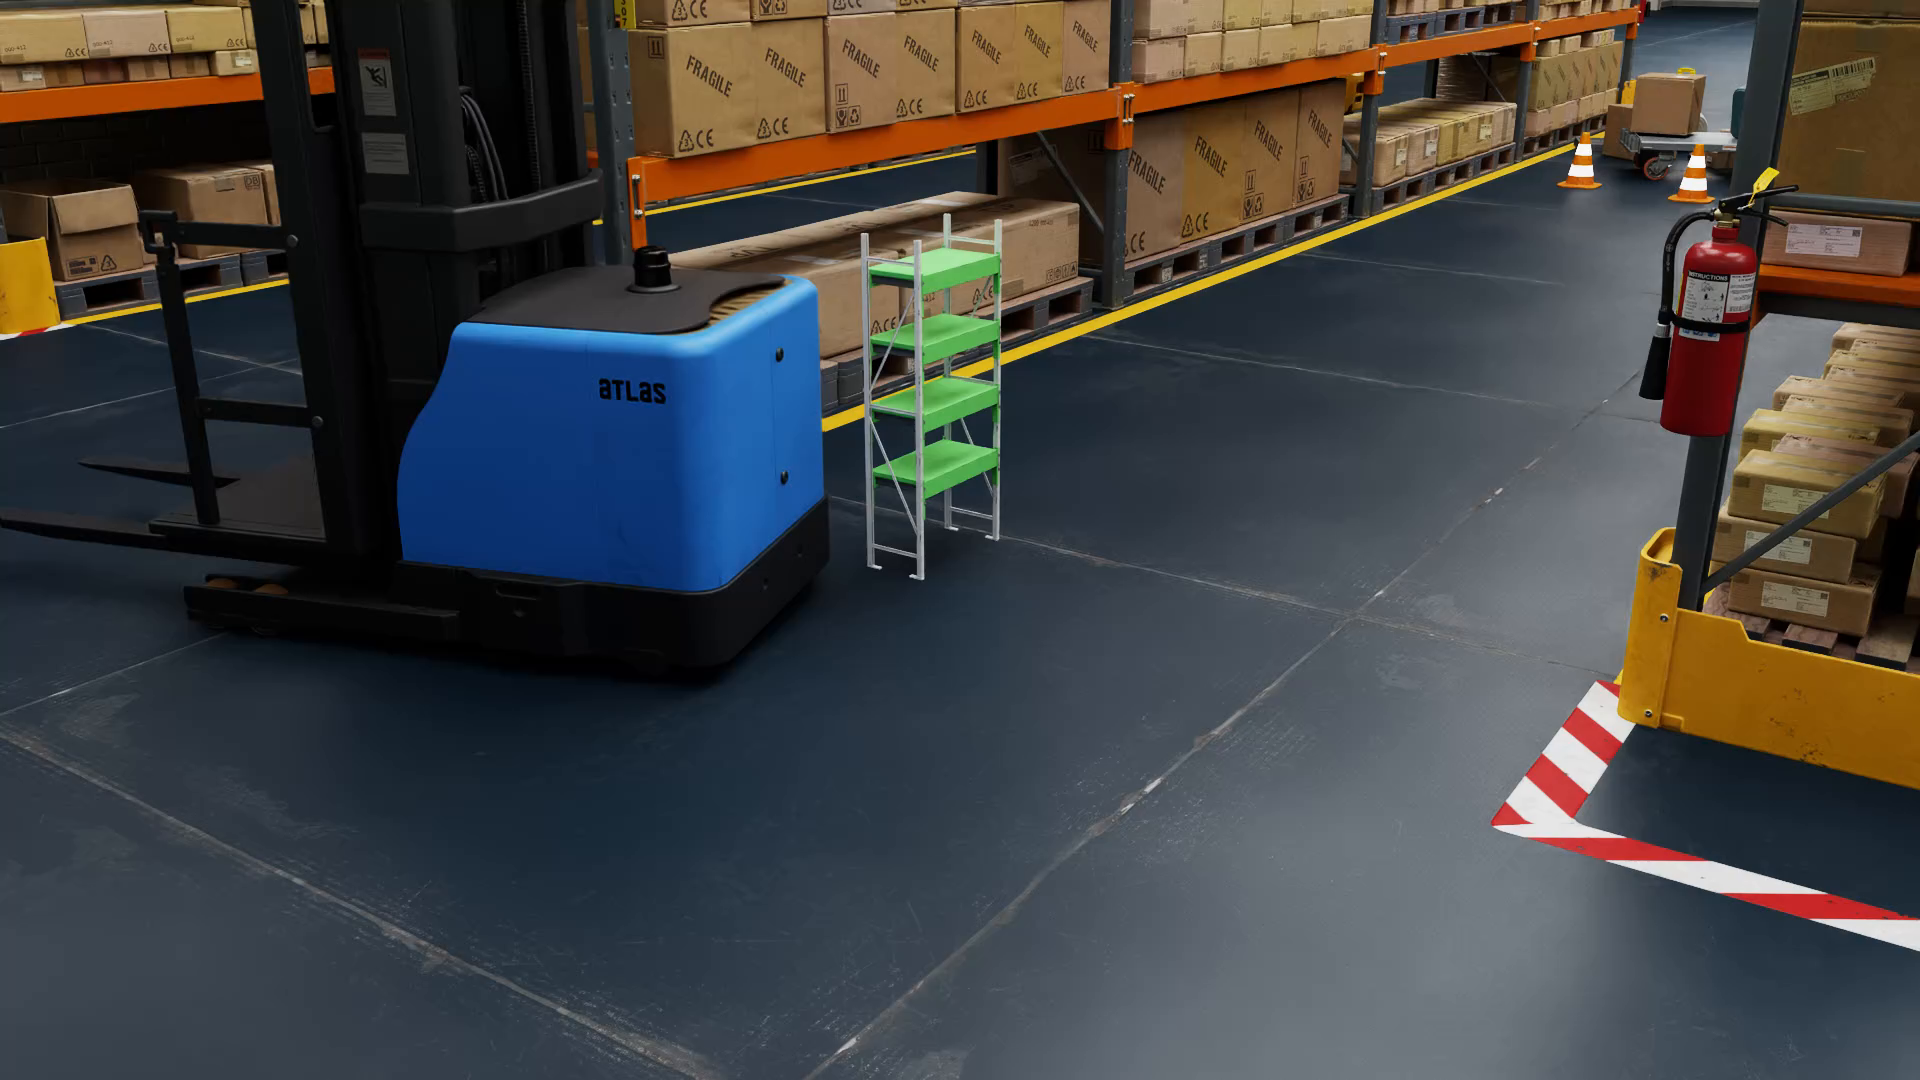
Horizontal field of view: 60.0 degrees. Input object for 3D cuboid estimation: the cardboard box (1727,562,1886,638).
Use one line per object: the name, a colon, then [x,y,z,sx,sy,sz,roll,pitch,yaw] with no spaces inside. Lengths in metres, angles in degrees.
cardboard box: [2.566,0.148,5.046,0.380,0.149,0.250,14,24,33]

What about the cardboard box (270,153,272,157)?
cardboard box: [-4.297,-2.421,11.484,0.700,0.500,0.500,12,24,30]

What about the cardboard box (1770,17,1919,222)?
cardboard box: [2.483,-1.166,4.521,0.500,0.500,0.500,14,24,33]

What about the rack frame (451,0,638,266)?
rack frame: [-1.708,-1.737,6.637,1.000,3.000,0.127,13,24,32]

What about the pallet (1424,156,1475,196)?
pallet: [3.916,-3.297,14.874,1.003,0.211,1.213,13,24,32]

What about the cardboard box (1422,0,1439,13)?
cardboard box: [3.676,-4.388,13.559,0.380,0.149,0.250,13,24,32]

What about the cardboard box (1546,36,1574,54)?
cardboard box: [6.000,-5.032,16.887,0.380,0.149,0.250,14,25,34]

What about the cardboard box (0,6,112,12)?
cardboard box: [-5.485,-3.105,10.122,0.500,0.250,0.500,13,24,32]

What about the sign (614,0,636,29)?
sign: [-1.252,-2.070,6.176,0.100,0.325,0.005,13,24,32]

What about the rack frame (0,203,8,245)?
rack frame: [-5.815,-2.704,9.251,1.000,3.000,0.127,13,24,32]

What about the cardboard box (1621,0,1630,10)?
cardboard box: [7.202,-5.967,18.434,0.380,0.149,0.250,13,24,31]

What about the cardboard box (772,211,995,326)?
cardboard box: [-0.404,-1.464,8.986,0.875,0.438,0.875,12,24,30]

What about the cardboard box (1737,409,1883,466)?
cardboard box: [2.760,-0.301,5.401,0.380,0.149,0.250,13,24,31]

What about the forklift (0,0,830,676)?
forklift: [-2.035,-1.231,5.369,3.031,2.935,1.130,6,21,15]

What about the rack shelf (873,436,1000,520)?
rack shelf: [-0.093,-0.230,6.034,0.258,0.148,0.480,13,24,32]

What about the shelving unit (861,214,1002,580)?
shelving unit: [-0.093,-0.515,5.928,0.258,1.200,0.503,13,24,32]

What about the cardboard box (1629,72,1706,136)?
cardboard box: [6.527,-4.024,15.332,0.500,0.500,0.500,13,24,32]

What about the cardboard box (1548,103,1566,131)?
cardboard box: [5.884,-4.359,17.085,0.500,0.250,0.500,15,25,35]

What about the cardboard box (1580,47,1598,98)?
cardboard box: [6.472,-5.012,17.769,0.500,0.500,0.500,13,24,31]

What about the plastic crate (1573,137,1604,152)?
plastic crate: [6.599,-4.101,17.237,0.402,0.080,0.583,5,21,13]

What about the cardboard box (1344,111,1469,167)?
cardboard box: [3.954,-3.587,14.821,0.950,0.372,0.625,14,25,34]

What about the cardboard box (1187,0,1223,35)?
cardboard box: [1.291,-3.275,10.291,0.500,0.250,0.500,14,24,33]

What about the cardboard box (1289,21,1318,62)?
cardboard box: [2.149,-3.475,11.553,0.500,0.250,0.500,13,24,31]

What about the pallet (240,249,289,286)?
pallet: [-4.639,-1.995,11.355,1.003,0.211,1.213,13,24,32]

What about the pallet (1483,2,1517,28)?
pallet: [4.488,-4.899,15.462,1.003,0.211,1.213,13,24,32]

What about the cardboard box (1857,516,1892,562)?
cardboard box: [2.695,-0.072,5.210,0.380,0.149,0.250,13,24,31]

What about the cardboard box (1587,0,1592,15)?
cardboard box: [6.326,-5.533,17.262,0.380,0.149,0.250,13,24,32]

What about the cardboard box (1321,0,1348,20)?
cardboard box: [2.442,-3.860,11.873,0.500,0.250,0.500,13,24,30]

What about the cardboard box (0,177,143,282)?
cardboard box: [-5.393,-1.887,10.036,0.797,0.503,0.637,12,24,30]

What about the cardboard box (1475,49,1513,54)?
cardboard box: [5.433,-4.808,17.215,0.500,0.500,0.500,14,24,33]

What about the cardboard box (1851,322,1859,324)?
cardboard box: [4.223,-0.906,7.466,0.380,0.149,0.250,15,25,34]

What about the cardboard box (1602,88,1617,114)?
cardboard box: [7.041,-4.944,18.665,0.500,0.250,0.500,13,24,32]

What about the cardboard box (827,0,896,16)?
cardboard box: [-0.635,-2.634,7.476,0.500,0.500,0.500,13,24,31]

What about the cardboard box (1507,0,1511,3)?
cardboard box: [4.814,-4.986,15.176,0.380,0.149,0.250,12,24,30]

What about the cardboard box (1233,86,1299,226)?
cardboard box: [1.827,-2.796,11.957,0.875,0.875,0.875,14,24,32]

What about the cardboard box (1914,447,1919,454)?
cardboard box: [3.441,-0.296,6.245,0.380,0.149,0.250,14,25,33]

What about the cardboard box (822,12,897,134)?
cardboard box: [-0.638,-2.159,7.633,0.500,0.500,0.500,13,24,32]

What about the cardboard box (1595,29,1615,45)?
cardboard box: [6.901,-5.492,18.131,0.380,0.149,0.250,14,25,33]

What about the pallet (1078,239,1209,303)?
pallet: [0.912,-1.813,10.862,1.003,0.211,1.213,13,24,32]

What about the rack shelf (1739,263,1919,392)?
rack shelf: [3.567,-1.037,5.782,1.077,0.370,4.000,13,24,32]

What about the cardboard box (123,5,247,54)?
cardboard box: [-4.772,-3.142,10.222,0.500,0.250,0.500,13,24,31]

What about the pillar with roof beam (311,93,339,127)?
pillar with roof beam: [-1.143,-5.802,8.979,9.100,9.000,0.400,13,24,32]

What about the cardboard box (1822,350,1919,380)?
cardboard box: [3.427,-0.585,6.170,0.380,0.149,0.250,13,24,32]

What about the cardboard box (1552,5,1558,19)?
cardboard box: [5.703,-5.255,16.510,0.380,0.149,0.250,13,24,32]

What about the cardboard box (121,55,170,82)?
cardboard box: [-4.987,-2.852,10.013,0.380,0.149,0.250,14,25,33]

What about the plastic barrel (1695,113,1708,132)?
plastic barrel: [7.377,-4.232,17.095,0.421,0.421,0.512,-6,21,-15]

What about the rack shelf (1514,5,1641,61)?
rack shelf: [6.162,-5.417,17.622,1.077,0.370,4.000,13,24,32]

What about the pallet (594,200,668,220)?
pallet: [-3.141,-2.785,13.489,1.003,0.211,1.213,13,24,32]

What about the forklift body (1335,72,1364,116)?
forklift body: [3.622,-5.997,19.377,2.313,2.155,1.214,13,24,32]

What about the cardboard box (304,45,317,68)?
cardboard box: [-4.419,-3.154,10.830,0.380,0.149,0.250,13,24,32]

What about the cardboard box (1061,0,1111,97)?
cardboard box: [0.491,-2.749,9.228,0.500,0.500,0.500,14,24,32]

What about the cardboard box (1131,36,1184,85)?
cardboard box: [1.006,-2.889,9.968,0.500,0.250,0.500,13,24,31]

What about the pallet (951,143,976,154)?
pallet: [-0.137,-4.269,17.501,1.003,0.211,1.213,13,24,32]
